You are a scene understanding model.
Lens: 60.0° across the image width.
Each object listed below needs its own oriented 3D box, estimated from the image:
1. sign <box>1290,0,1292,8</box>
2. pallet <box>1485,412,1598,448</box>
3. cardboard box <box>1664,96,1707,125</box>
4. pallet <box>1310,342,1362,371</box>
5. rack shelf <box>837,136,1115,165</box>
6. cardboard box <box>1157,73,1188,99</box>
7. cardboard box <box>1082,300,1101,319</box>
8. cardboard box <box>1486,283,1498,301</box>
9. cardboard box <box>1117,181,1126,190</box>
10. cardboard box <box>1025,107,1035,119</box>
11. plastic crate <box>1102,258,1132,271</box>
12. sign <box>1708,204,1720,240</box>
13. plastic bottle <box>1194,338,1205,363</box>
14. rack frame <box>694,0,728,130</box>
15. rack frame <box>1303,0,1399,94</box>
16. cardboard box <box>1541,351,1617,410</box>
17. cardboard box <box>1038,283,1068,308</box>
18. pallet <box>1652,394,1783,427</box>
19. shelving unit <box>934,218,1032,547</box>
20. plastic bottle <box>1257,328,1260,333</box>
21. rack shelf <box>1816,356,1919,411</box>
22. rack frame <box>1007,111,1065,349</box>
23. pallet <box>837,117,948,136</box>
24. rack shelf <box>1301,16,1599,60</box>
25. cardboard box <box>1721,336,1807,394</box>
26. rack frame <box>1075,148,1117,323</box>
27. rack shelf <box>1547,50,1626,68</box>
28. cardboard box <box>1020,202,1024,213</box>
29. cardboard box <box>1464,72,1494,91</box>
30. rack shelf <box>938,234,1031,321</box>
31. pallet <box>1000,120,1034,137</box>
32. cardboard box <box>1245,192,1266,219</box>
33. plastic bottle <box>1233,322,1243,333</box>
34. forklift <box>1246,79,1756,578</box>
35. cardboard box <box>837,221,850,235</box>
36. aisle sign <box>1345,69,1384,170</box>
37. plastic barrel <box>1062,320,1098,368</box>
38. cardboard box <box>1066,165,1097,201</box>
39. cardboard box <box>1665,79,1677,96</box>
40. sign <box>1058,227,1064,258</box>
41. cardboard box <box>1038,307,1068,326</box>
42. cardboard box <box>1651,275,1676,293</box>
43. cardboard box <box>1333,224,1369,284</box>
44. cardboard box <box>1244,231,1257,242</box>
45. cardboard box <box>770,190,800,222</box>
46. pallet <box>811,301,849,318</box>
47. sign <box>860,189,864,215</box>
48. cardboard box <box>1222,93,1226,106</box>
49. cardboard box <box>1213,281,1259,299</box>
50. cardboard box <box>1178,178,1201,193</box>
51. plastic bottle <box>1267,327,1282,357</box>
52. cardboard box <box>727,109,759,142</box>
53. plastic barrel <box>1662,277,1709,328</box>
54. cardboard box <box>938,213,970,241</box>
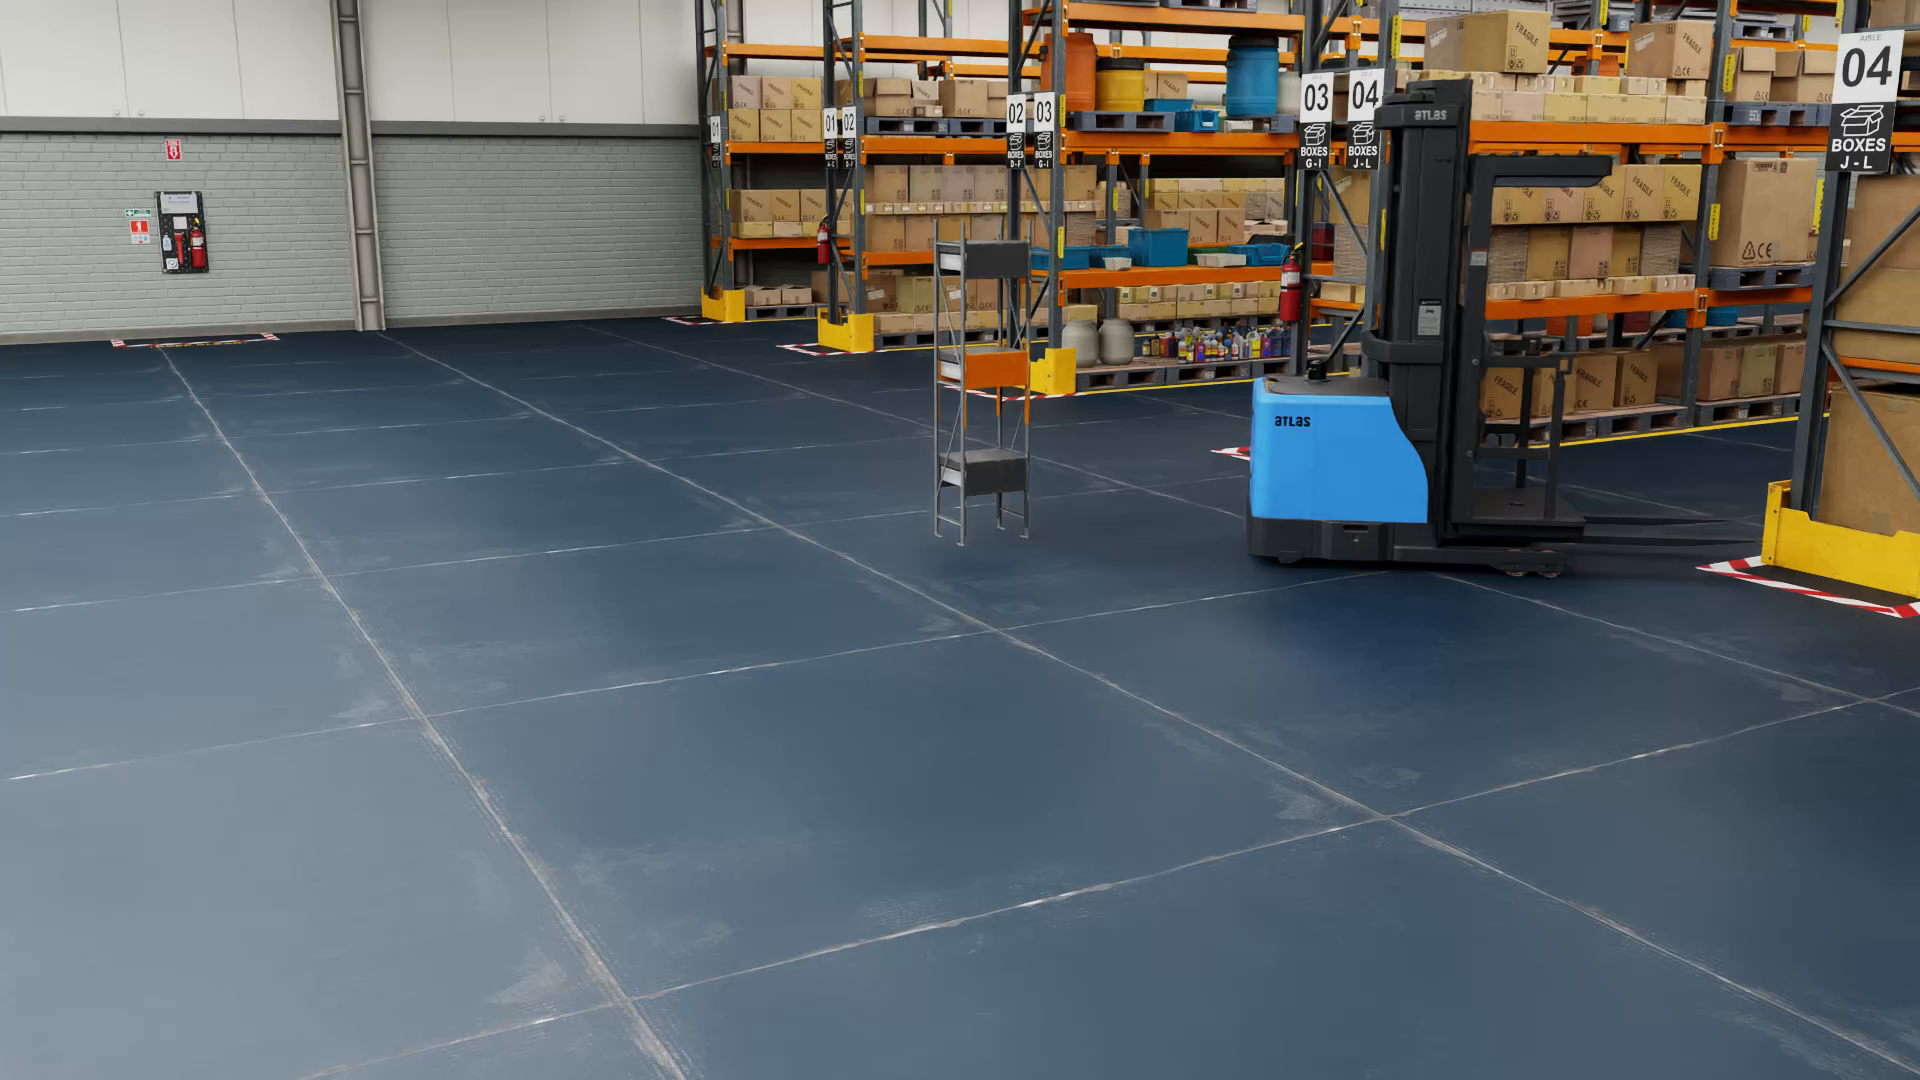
[{"bbox_3d":[5.202,-8.478,25.977,0.005,0.325,0.100,-7,14,-28],"label":"sign"},{"bbox_3d":[5.059,-1.056,15.320,1.213,0.211,1.003,-7,14,-28],"label":"pallet"},{"bbox_3d":[6.428,-3.915,15.183,0.500,0.250,0.500,-6,14,-26],"label":"cardboard box"},{"bbox_3d":[5.001,-2.307,20.880,1.213,0.211,1.003,-7,14,-28],"label":"pallet"},{"bbox_3d":[0.205,-5.435,23.232,4.000,0.370,1.077,-7,14,-28],"label":"rack shelf"},{"bbox_3d":[3.009,-6.615,24.517,0.500,0.500,0.500,-5,14,-22],"label":"cardboard box"},{"bbox_3d":[2.185,-3.495,25.115,0.500,0.250,0.500,-7,14,-28],"label":"cardboard box"},{"bbox_3d":[4.444,-2.165,14.469,0.250,0.149,0.380,-7,14,-28],"label":"cardboard box"},{"bbox_3d":[2.806,-6.445,30.210,0.250,0.149,0.380,-9,16,-35],"label":"cardboard box"},{"bbox_3d":[1.032,-5.967,23.256,0.250,0.149,0.380,-7,14,-28],"label":"cardboard box"},{"bbox_3d":[1.759,-3.060,18.476,0.250,0.136,0.298,-7,14,-28],"label":"plastic crate"},{"bbox_3d":[6.970,-2.942,15.377,0.005,0.325,0.100,-7,14,-28],"label":"sign"},{"bbox_3d":[2.767,-2.197,19.225,0.133,0.283,0.061,-7,14,-27],"label":"plastic bottle"},{"bbox_3d":[-3.928,-7.993,26.129,0.127,3.000,1.000,-7,14,-28],"label":"rack frame"},{"bbox_3d":[3.192,-5.129,13.404,0.127,3.000,1.000,-7,14,-28],"label":"rack frame"},{"bbox_3d":[5.834,-1.512,15.734,0.500,0.500,0.500,-2,13,-10],"label":"cardboard box"},{"bbox_3d":[1.213,-3.621,23.963,0.500,0.500,0.500,-7,14,-28],"label":"cardboard box"},{"bbox_3d":[7.386,-1.345,16.604,1.213,0.211,1.003,-7,14,-28],"label":"pallet"},{"bbox_3d":[0.145,-1.042,10.956,0.503,2.100,0.431,-7,14,-28],"label":"shelving unit"},{"bbox_3d":[3.621,-2.458,20.385,0.133,0.283,0.061,-7,14,-28],"label":"plastic bottle"},{"bbox_3d":[7.236,-1.095,10.782,4.000,0.370,1.077,-7,14,-28],"label":"rack shelf"},{"bbox_3d":[0.819,-3.157,18.304,0.127,3.000,1.000,-7,14,-28],"label":"rack frame"},{"bbox_3d":[-0.918,-5.601,22.536,1.213,0.211,1.003,-7,14,-28],"label":"pallet"},{"bbox_3d":[6.086,-6.169,20.573,4.000,0.370,1.077,-7,14,-28],"label":"rack shelf"},{"bbox_3d":[8.171,-1.784,16.896,0.500,0.500,0.700,-8,15,-33],"label":"cardboard box"},{"bbox_3d":[1.960,-4.533,24.417,0.127,3.000,1.000,-7,14,-28],"label":"rack frame"},{"bbox_3d":[10.737,-8.159,28.513,4.000,0.370,1.077,-7,14,-28],"label":"rack shelf"},{"bbox_3d":[0.709,-4.695,23.432,0.250,0.149,0.380,-6,14,-26],"label":"cardboard box"},{"bbox_3d":[4.255,-3.845,13.965,0.250,0.149,0.380,-6,14,-26],"label":"cardboard box"},{"bbox_3d":[0.145,-1.711,10.805,0.480,0.518,0.431,-7,14,-28],"label":"rack shelf"},{"bbox_3d":[1.224,-5.858,23.677,1.213,0.211,1.003,-7,14,-28],"label":"pallet"},{"bbox_3d":[5.433,-6.328,31.445,0.500,0.500,0.500,-7,14,-28],"label":"cardboard box"},{"bbox_3d":[3.423,-2.495,20.395,0.185,0.351,0.144,-6,14,-26],"label":"plastic bottle"},{"bbox_3d":[3.373,-1.326,10.328,3.031,2.935,1.130,2,13,8],"label":"forklift"},{"bbox_3d":[-2.004,-5.155,27.481,0.500,0.250,0.500,-7,14,-27],"label":"cardboard box"},{"bbox_3d":[3.282,-3.406,13.492,0.004,0.787,0.394,-7,14,-28],"label":"aisle sign"},{"bbox_3d":[1.360,-2.232,18.904,0.421,0.512,0.421,0,13,0],"label":"plastic barrel"},{"bbox_3d":[1.574,-5.166,24.051,0.500,0.500,0.700,-7,14,-28],"label":"cardboard box"},{"bbox_3d":[6.278,-4.107,15.130,0.250,0.149,0.380,-7,14,-27],"label":"cardboard box"},{"bbox_3d":[1.079,-3.185,17.801,0.005,0.325,0.100,-7,14,-28],"label":"sign"},{"bbox_3d":[1.214,-3.254,24.044,0.500,0.250,0.500,-7,14,-28],"label":"cardboard box"},{"bbox_3d":[6.432,-2.397,15.499,0.250,0.149,0.380,-7,14,-28],"label":"cardboard box"},{"bbox_3d":[3.688,-2.449,14.253,0.500,0.500,0.875,-7,14,-28],"label":"cardboard box"},{"bbox_3d":[4.379,-4.686,25.670,0.250,0.149,0.380,-6,14,-24],"label":"cardboard box"},{"bbox_3d":[-2.926,-5.411,26.908,0.500,0.500,0.500,-7,14,-28],"label":"cardboard box"},{"bbox_3d":[-2.061,-3.920,28.045,1.213,0.211,1.003,-7,14,-28],"label":"pallet"},{"bbox_3d":[-1.290,-4.465,21.966,0.005,0.325,0.100,-7,14,-28],"label":"sign"},{"bbox_3d":[5.293,-8.293,31.356,0.500,0.250,0.500,-7,15,-30],"label":"cardboard box"},{"bbox_3d":[4.232,-3.879,25.544,0.500,0.311,0.500,-7,14,-28],"label":"cardboard box"},{"bbox_3d":[4.088,-6.532,30.643,0.500,0.250,0.500,-7,14,-29],"label":"cardboard box"},{"bbox_3d":[3.735,-2.356,19.779,0.185,0.351,0.144,-8,15,-31],"label":"plastic bottle"},{"bbox_3d":[-3.514,-6.575,26.387,0.500,0.500,0.500,-6,14,-26],"label":"cardboard box"},{"bbox_3d":[10.245,-3.472,23.527,0.708,0.901,0.600,-7,14,-28],"label":"plastic barrel"},{"bbox_3d":[-0.238,-4.314,23.221,0.500,0.500,0.700,-7,14,-27],"label":"cardboard box"}]
